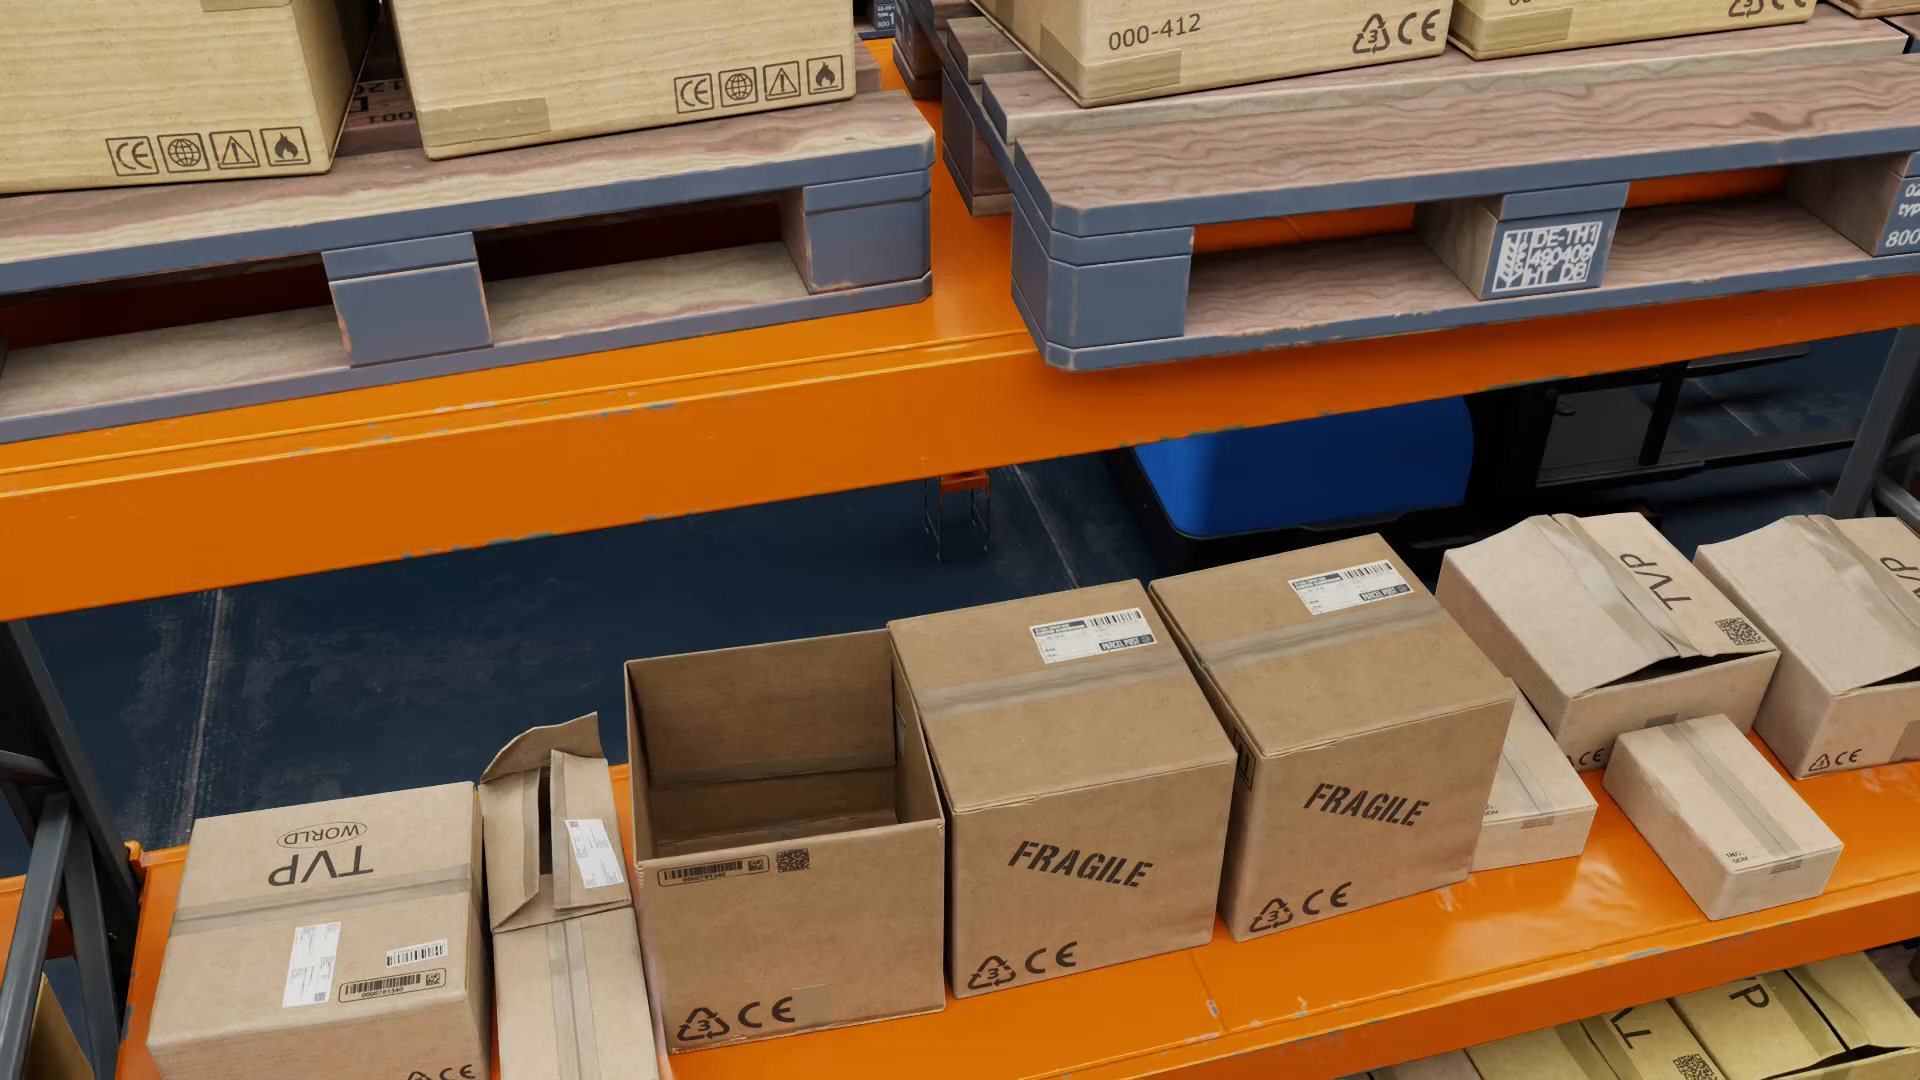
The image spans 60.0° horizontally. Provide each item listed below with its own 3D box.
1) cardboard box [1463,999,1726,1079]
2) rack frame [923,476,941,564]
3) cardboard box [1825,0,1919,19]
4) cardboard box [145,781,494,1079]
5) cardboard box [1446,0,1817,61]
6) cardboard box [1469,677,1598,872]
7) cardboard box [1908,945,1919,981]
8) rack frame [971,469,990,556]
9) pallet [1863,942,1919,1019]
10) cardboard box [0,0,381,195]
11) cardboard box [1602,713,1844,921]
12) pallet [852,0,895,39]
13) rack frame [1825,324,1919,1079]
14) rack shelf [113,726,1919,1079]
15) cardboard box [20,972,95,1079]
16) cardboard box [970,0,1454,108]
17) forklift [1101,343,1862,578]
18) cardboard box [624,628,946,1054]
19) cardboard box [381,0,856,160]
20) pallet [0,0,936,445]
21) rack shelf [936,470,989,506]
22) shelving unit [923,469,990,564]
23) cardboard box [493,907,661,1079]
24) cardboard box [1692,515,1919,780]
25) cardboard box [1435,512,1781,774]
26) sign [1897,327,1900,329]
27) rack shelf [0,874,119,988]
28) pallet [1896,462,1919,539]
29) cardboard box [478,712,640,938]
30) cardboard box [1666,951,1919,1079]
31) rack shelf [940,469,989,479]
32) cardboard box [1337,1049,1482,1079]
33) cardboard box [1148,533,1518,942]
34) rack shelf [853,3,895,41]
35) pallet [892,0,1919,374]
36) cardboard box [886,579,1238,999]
[{"bbox_3d":[1.350,1.151,3.733,0.500,0.311,0.500,-10,39,-13],"label":"cardboard box"},{"bbox_3d":[-0.102,-0.460,5.863,0.006,1.200,0.240,-9,38,-12],"label":"rack frame"},{"bbox_3d":[1.367,-0.966,2.353,0.500,0.250,0.500,-8,38,-11],"label":"cardboard box"},{"bbox_3d":[-1.107,0.724,2.958,0.500,0.250,0.500,-7,38,-9],"label":"cardboard box"},{"bbox_3d":[0.811,-0.882,2.243,0.500,0.250,0.500,-10,39,-13],"label":"cardboard box"},{"bbox_3d":[1.075,0.469,3.374,0.250,0.149,0.380,-7,38,-9],"label":"cardboard box"},{"bbox_3d":[2.805,1.048,4.106,0.500,0.500,0.500,-8,38,-10],"label":"cardboard box"},{"bbox_3d":[0.074,-0.489,5.901,0.006,1.200,0.240,-9,38,-12],"label":"rack frame"},{"bbox_3d":[3.022,1.146,4.578,1.213,0.211,1.003,-9,38,-12],"label":"pallet"},{"bbox_3d":[-0.973,-0.623,1.904,0.500,0.250,0.500,-6,38,-7],"label":"cardboard box"},{"bbox_3d":[1.495,0.539,3.284,0.250,0.149,0.380,-9,38,-12],"label":"cardboard box"},{"bbox_3d":[-0.904,-2.357,7.020,1.213,0.211,1.003,-9,38,-12],"label":"pallet"},{"bbox_3d":[2.291,0.134,3.605,0.127,3.000,1.000,-9,38,-12],"label":"rack frame"},{"bbox_3d":[0.360,0.737,3.410,4.000,0.370,1.077,-9,38,-12],"label":"rack shelf"},{"bbox_3d":[-2.100,1.285,3.401,0.500,0.500,0.500,-9,38,-12],"label":"cardboard box"},{"bbox_3d":[0.291,-0.797,2.133,0.500,0.250,0.500,-12,39,-16],"label":"cardboard box"},{"bbox_3d":[2.125,-1.414,5.686,3.031,2.935,1.130,-8,38,-10],"label":"forklift"},{"bbox_3d":[-0.316,0.533,3.002,0.500,0.500,0.500,-7,38,-9],"label":"cardboard box"},{"bbox_3d":[-0.444,-0.711,2.020,0.500,0.250,0.500,-13,39,-16],"label":"cardboard box"},{"bbox_3d":[-0.722,-0.495,2.116,1.217,0.209,0.805,-11,39,-14],"label":"pallet"},{"bbox_3d":[-0.014,-0.248,6.055,0.180,0.103,0.258,-9,38,-12],"label":"rack shelf"},{"bbox_3d":[-0.014,-0.474,5.882,0.189,1.200,0.258,-9,38,-12],"label":"shelving unit"},{"bbox_3d":[-0.662,0.847,2.880,0.250,0.149,0.380,-9,38,-12],"label":"cardboard box"},{"bbox_3d":[1.929,0.202,3.591,0.500,0.311,0.500,-7,38,-9],"label":"cardboard box"},{"bbox_3d":[1.377,0.198,3.596,0.500,0.311,0.500,-10,38,-12],"label":"cardboard box"},{"bbox_3d":[2.141,-0.611,3.692,0.005,0.325,0.100,-9,38,-12],"label":"sign"},{"bbox_3d":[-3.501,1.371,2.582,4.000,0.370,1.077,-9,38,-12],"label":"rack shelf"},{"bbox_3d":[2.927,0.062,3.858,1.003,0.211,1.213,-9,38,-12],"label":"pallet"},{"bbox_3d":[-0.770,0.574,3.141,0.258,0.266,0.396,-10,39,-13],"label":"cardboard box"},{"bbox_3d":[1.850,1.064,3.846,0.500,0.311,0.500,-8,38,-11],"label":"cardboard box"},{"bbox_3d":[-0.014,-0.344,5.982,0.180,0.103,0.258,-9,38,-12],"label":"rack shelf"},{"bbox_3d":[0.862,1.229,3.631,0.500,0.311,0.500,-10,38,-12],"label":"cardboard box"},{"bbox_3d":[0.676,0.370,3.215,0.500,0.500,0.500,-11,39,-14],"label":"cardboard box"},{"bbox_3d":[-0.935,-2.168,7.208,4.000,0.370,1.077,-9,38,-12],"label":"rack shelf"},{"bbox_3d":[0.580,-0.643,2.308,1.213,0.211,1.003,-8,38,-10],"label":"pallet"},{"bbox_3d":[0.167,0.453,3.106,0.500,0.500,0.500,-9,38,-12],"label":"cardboard box"}]
